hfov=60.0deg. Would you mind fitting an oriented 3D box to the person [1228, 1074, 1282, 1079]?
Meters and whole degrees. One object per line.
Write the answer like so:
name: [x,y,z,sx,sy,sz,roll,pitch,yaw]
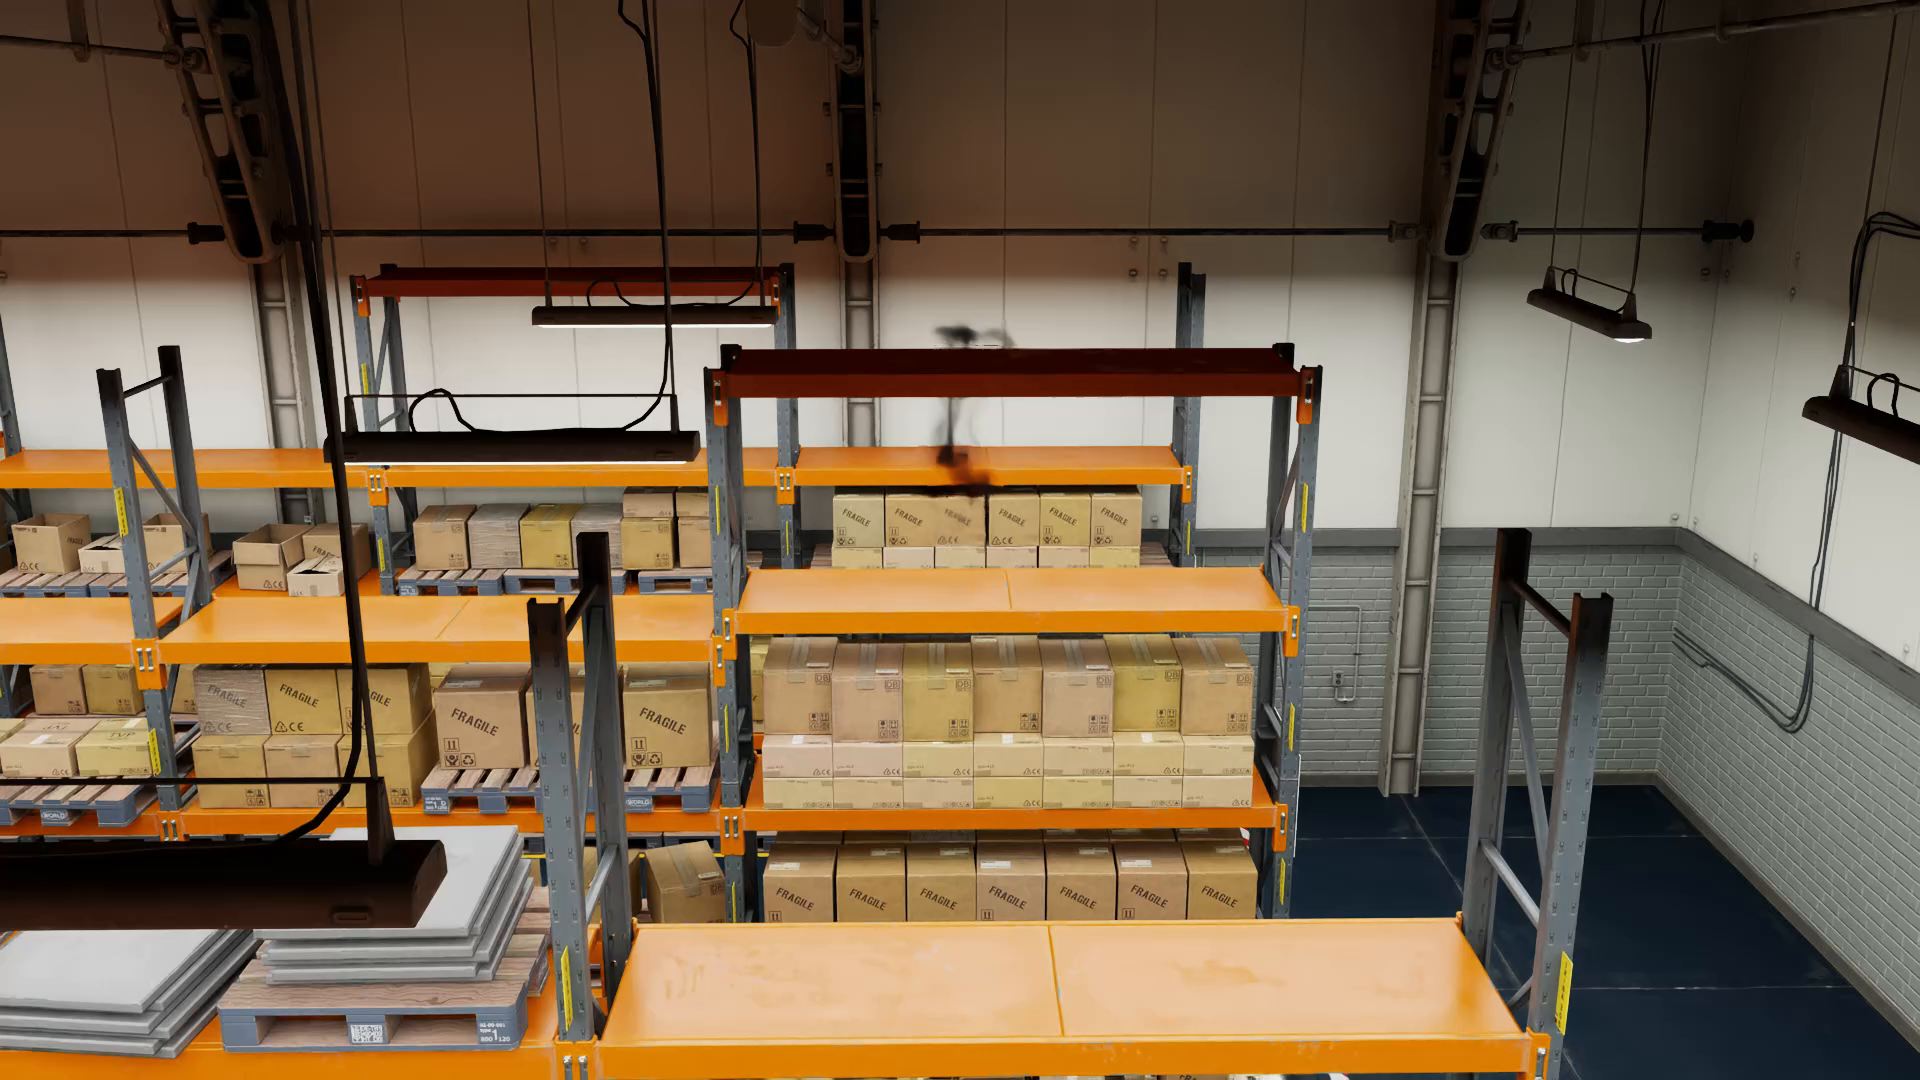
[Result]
person: [2.034,4.064,11.487,0.846,1.699,0.589,-6,17,-21]
